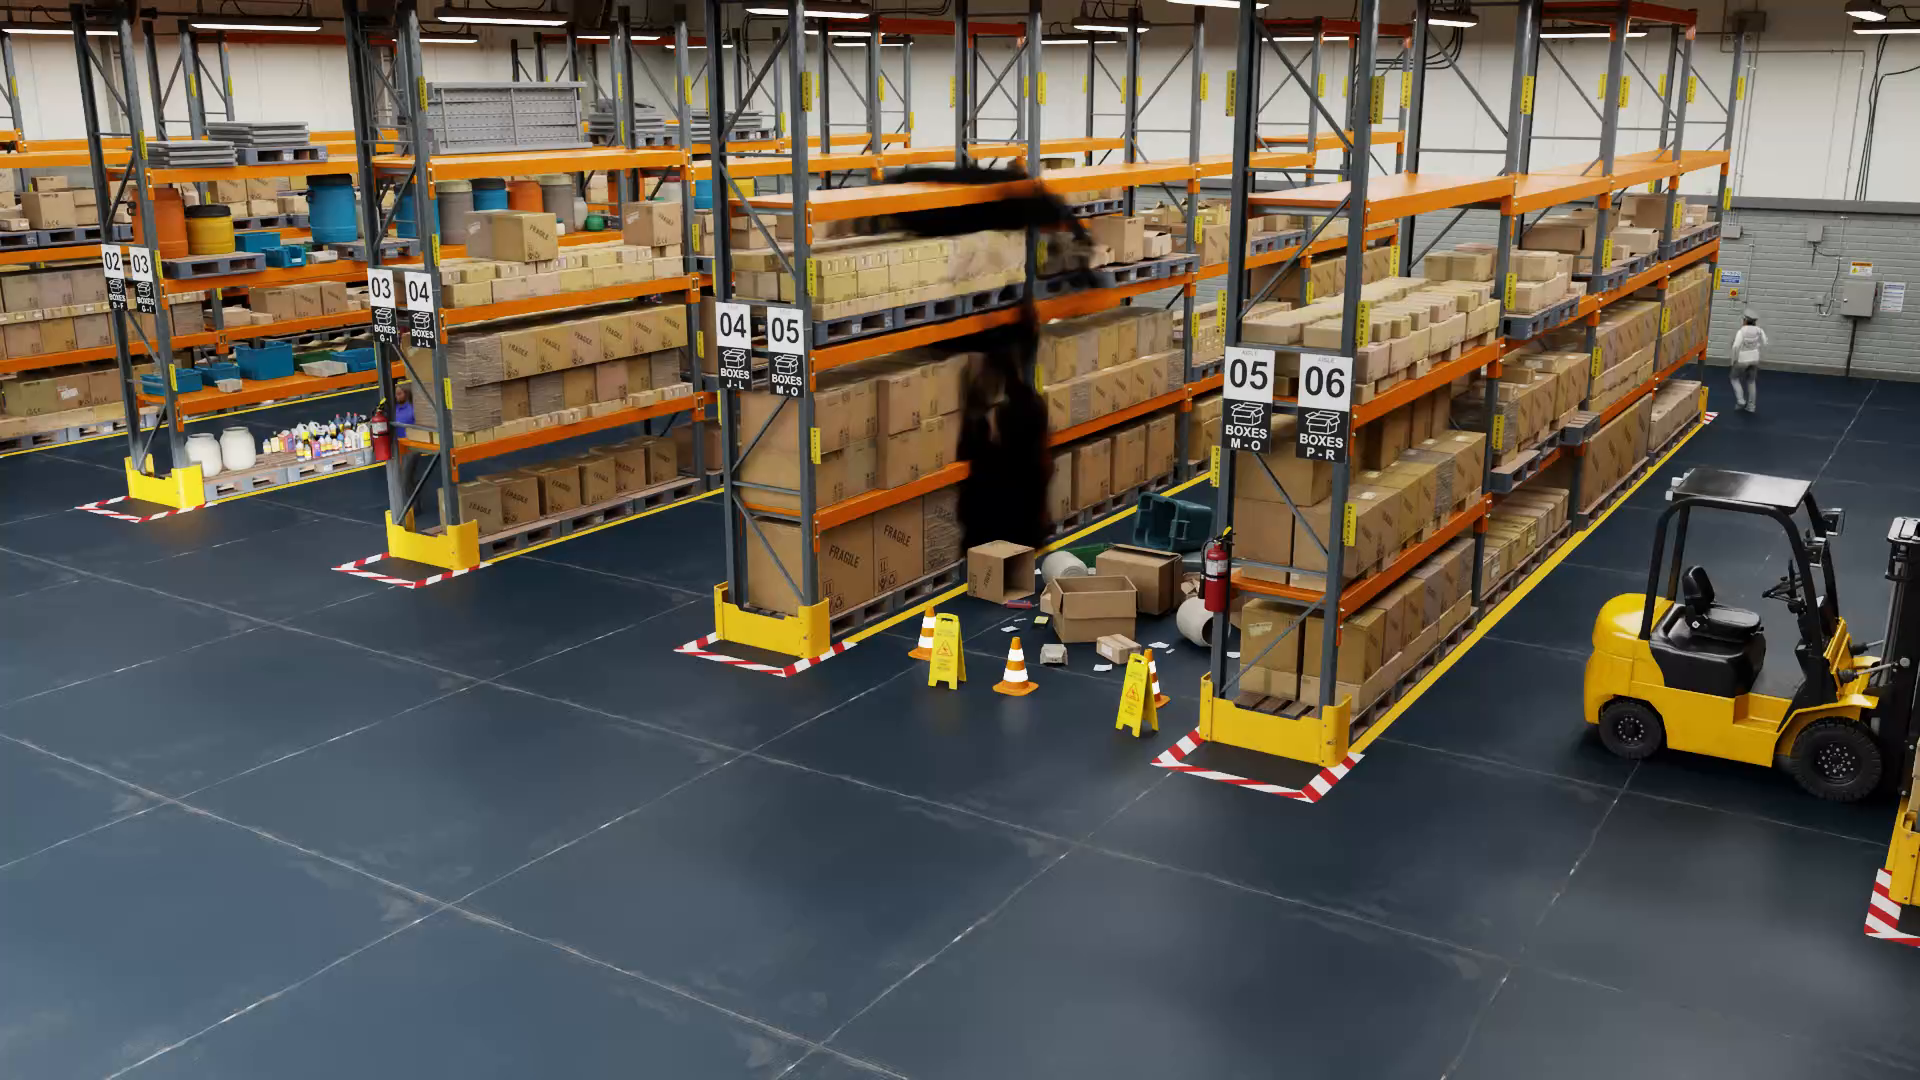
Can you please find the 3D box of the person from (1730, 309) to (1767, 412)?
[{"bbox_3d":[12.452,-2.839,26.416,0.630,1.663,0.577,0,16,1],"label":"person"}]

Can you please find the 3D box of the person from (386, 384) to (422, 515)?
[{"bbox_3d":[-6.716,-1.085,20.163,0.575,1.613,0.547,8,17,27],"label":"person"}]

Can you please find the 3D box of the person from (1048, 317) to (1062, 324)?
[{"bbox_3d":[1.298,-2.224,22.990,0.703,1.727,0.579,9,18,28],"label":"person"}]
